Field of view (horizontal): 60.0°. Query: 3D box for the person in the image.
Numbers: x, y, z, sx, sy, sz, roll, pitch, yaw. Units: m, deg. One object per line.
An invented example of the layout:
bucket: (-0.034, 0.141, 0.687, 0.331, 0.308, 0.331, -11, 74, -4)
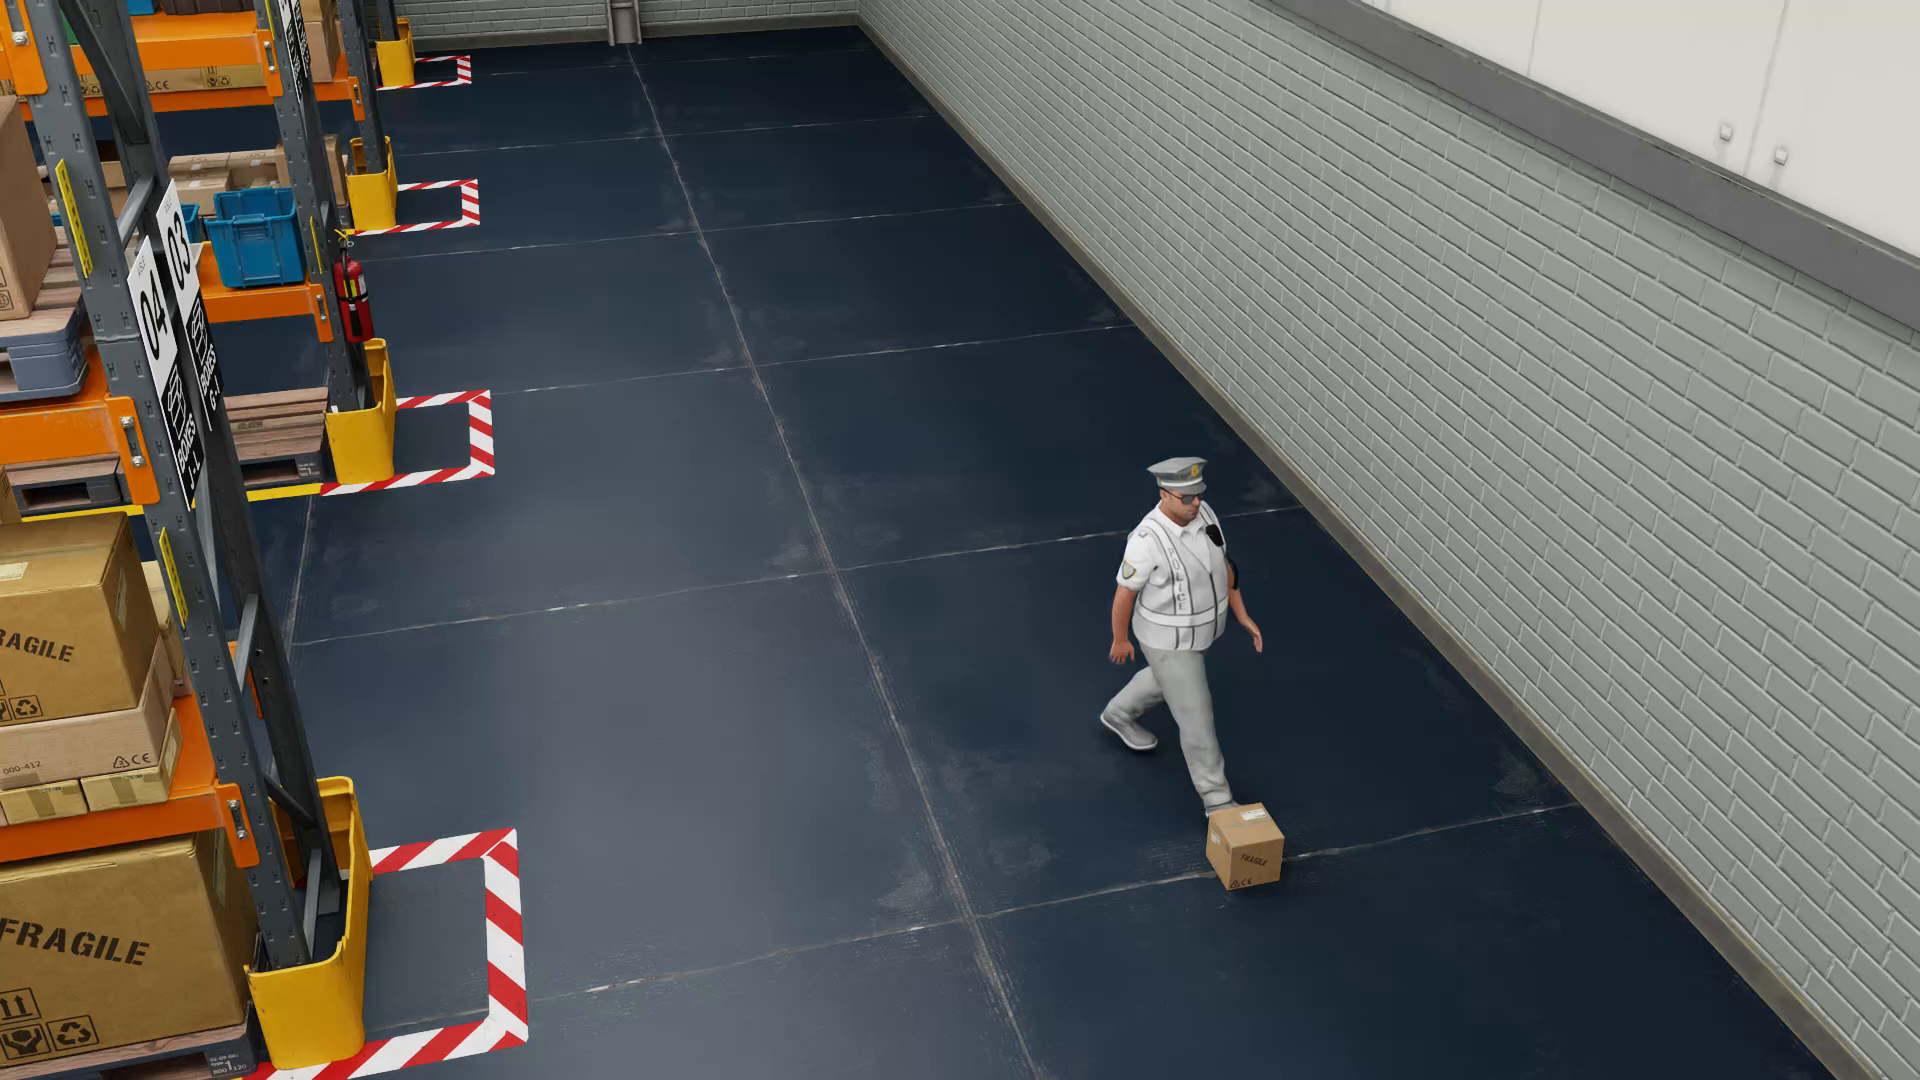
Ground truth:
person: (1.057, 0.412, 7.521, 1.071, 1.708, 0.544, 23, 37, 34)
